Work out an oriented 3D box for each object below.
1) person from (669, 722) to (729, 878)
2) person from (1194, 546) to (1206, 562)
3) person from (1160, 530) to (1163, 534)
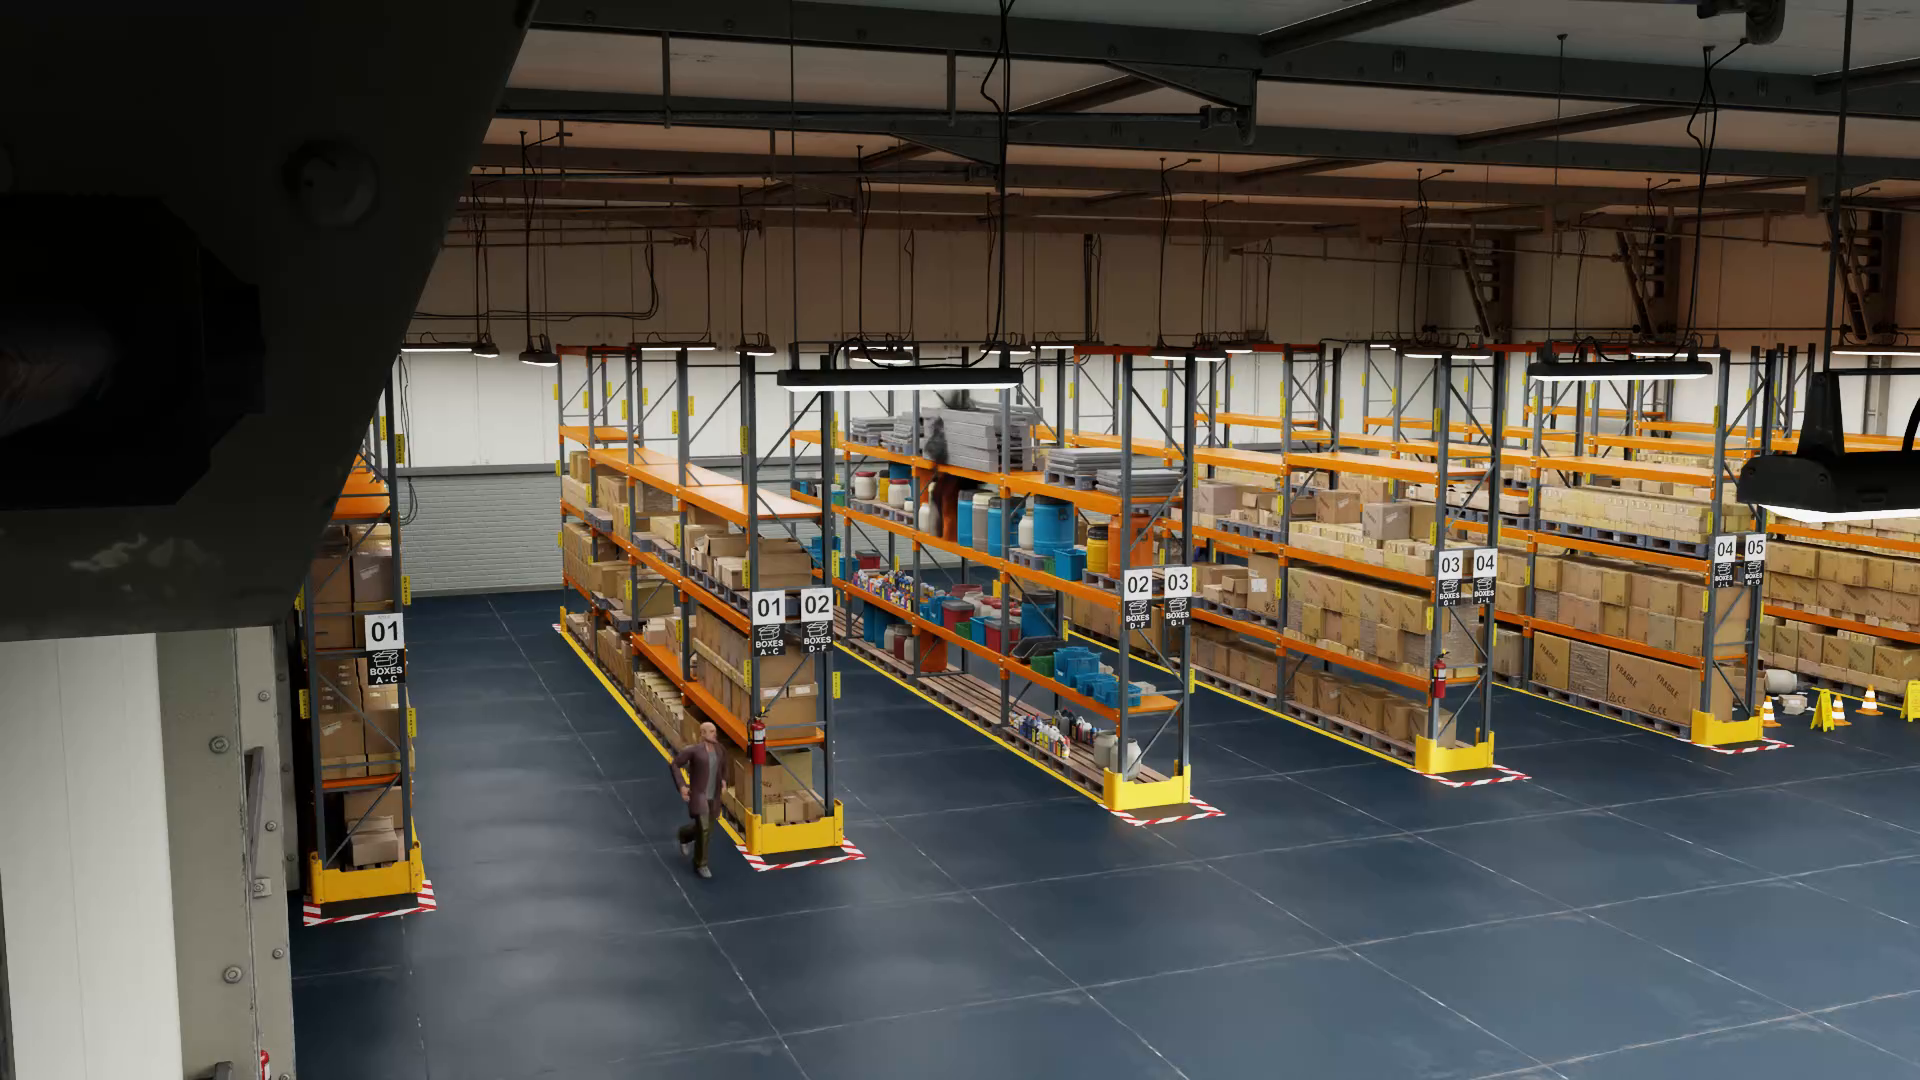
[{"bbox_3d":[-3.036,3.018,19.594,0.760,1.767,0.851,-7,10,-42],"label":"person"},{"bbox_3d":[6.186,0.196,41.971,0.754,1.696,0.581,-5,9,-35],"label":"person"},{"bbox_3d":[4.794,0.560,39.197,0.508,1.648,0.728,-3,8,-24],"label":"person"}]
